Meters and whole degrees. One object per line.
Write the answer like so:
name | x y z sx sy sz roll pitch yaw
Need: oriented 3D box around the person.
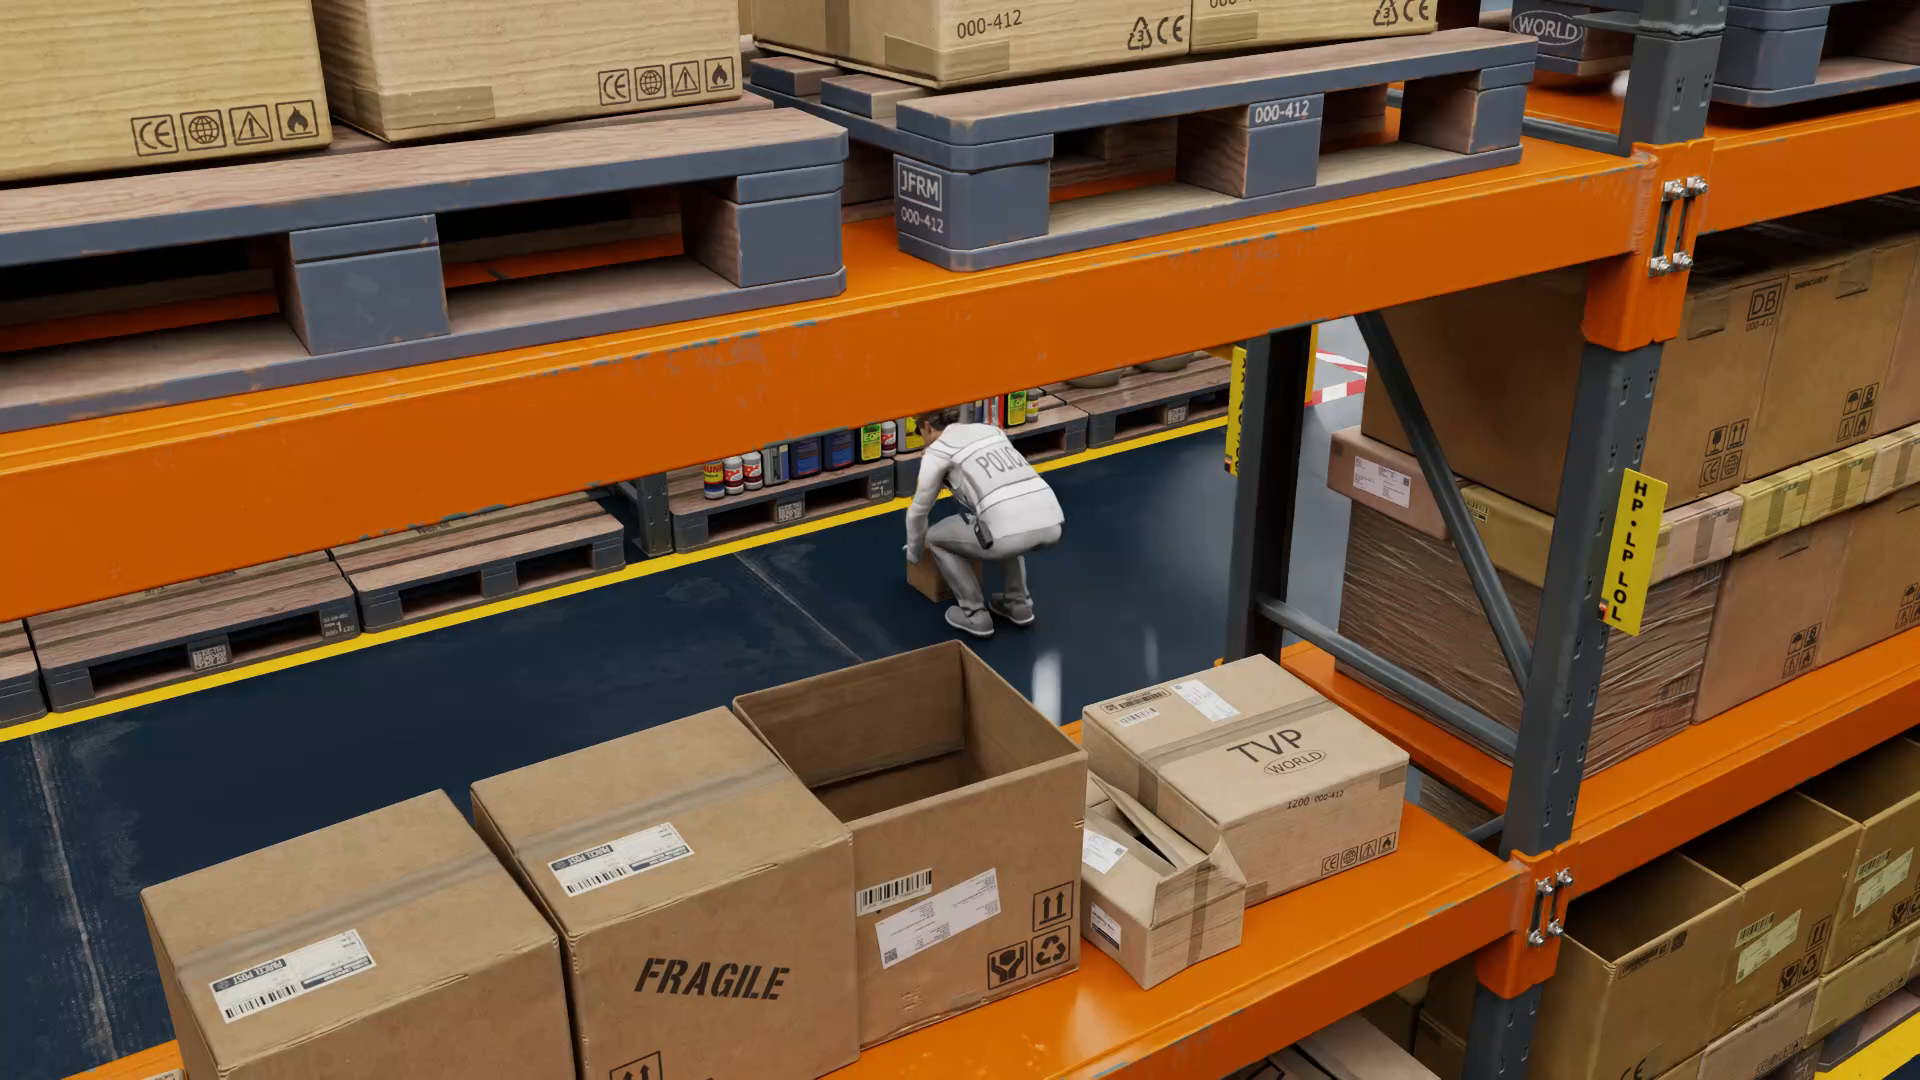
person | 0.068 -0.112 7.123 0.493 1.006 0.840 -16 29 -30
